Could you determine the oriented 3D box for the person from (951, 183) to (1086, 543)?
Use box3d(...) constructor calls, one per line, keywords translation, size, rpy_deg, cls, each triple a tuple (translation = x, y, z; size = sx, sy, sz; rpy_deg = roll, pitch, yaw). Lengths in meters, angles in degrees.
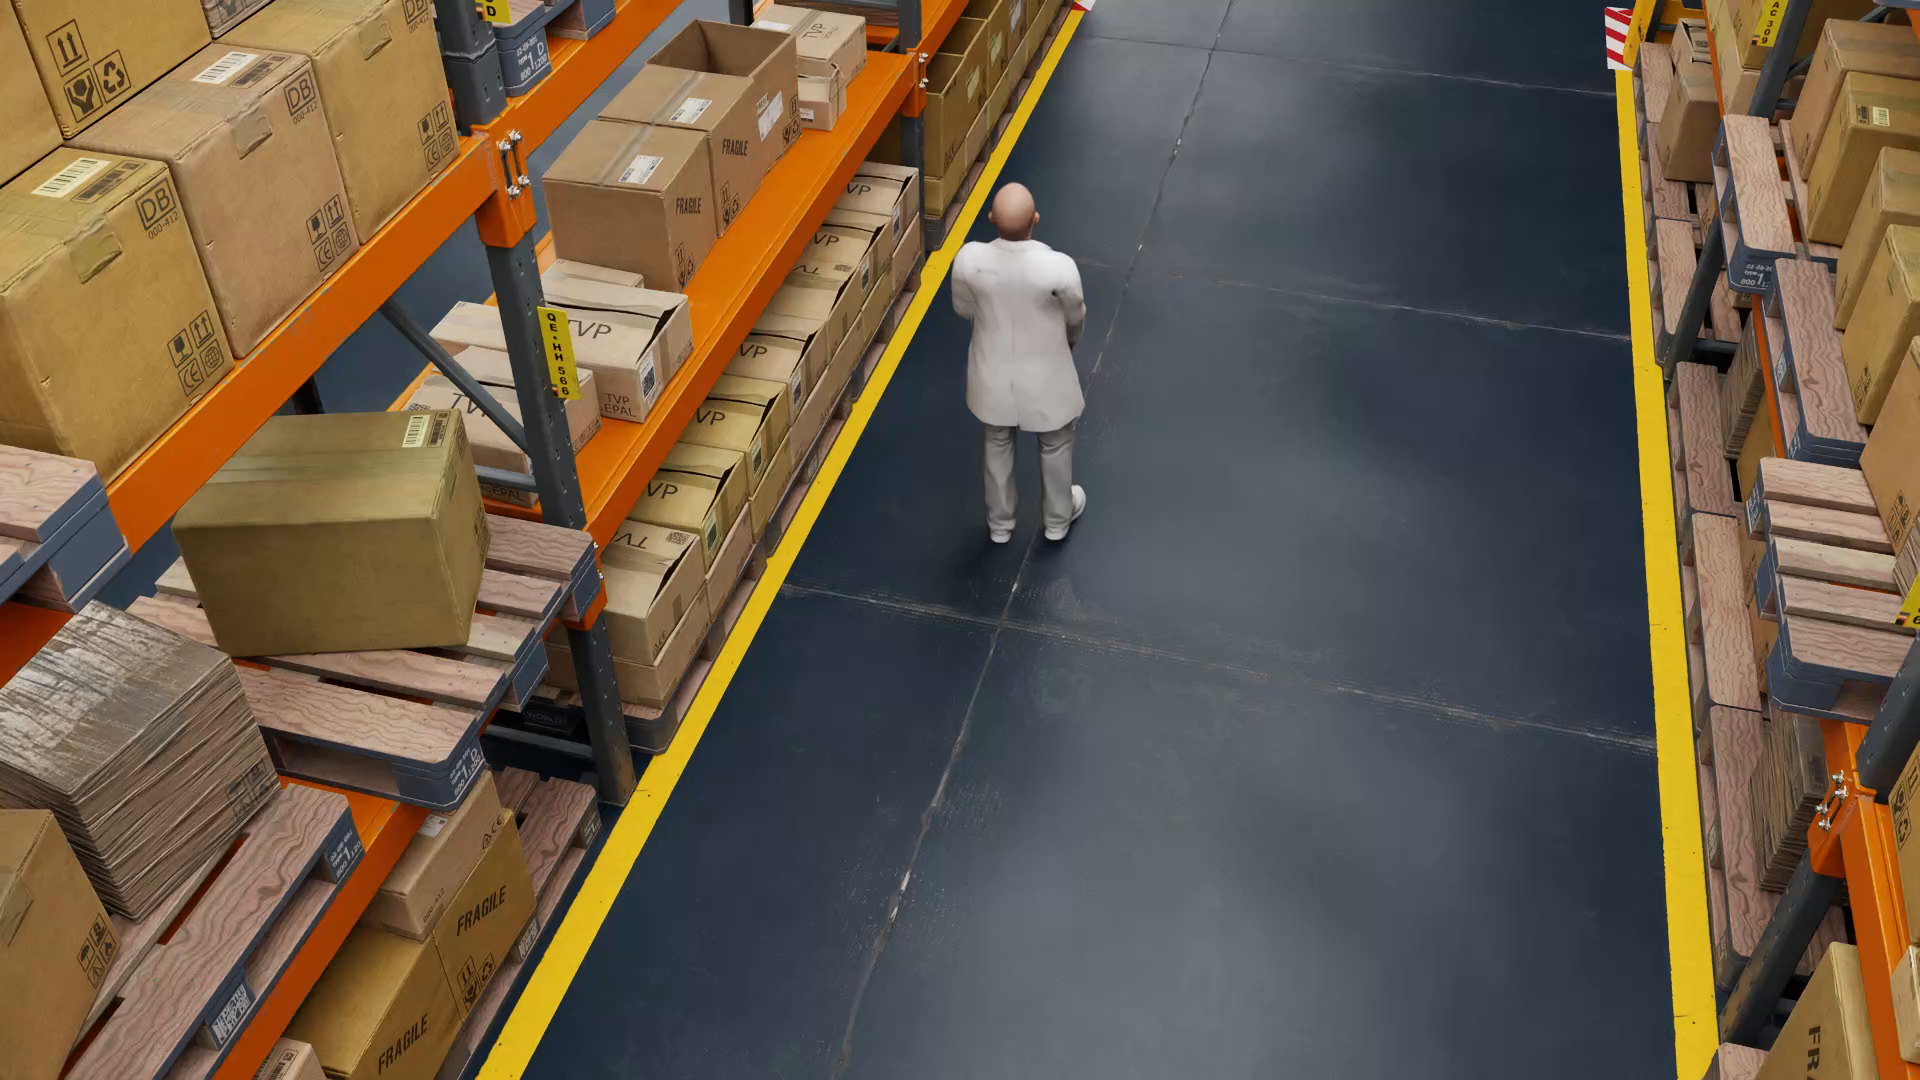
box3d(translation=(0.266, -0.768, 7.067), size=(0.568, 1.780, 0.521), rpy_deg=(10, 42, 12), cls="person")
